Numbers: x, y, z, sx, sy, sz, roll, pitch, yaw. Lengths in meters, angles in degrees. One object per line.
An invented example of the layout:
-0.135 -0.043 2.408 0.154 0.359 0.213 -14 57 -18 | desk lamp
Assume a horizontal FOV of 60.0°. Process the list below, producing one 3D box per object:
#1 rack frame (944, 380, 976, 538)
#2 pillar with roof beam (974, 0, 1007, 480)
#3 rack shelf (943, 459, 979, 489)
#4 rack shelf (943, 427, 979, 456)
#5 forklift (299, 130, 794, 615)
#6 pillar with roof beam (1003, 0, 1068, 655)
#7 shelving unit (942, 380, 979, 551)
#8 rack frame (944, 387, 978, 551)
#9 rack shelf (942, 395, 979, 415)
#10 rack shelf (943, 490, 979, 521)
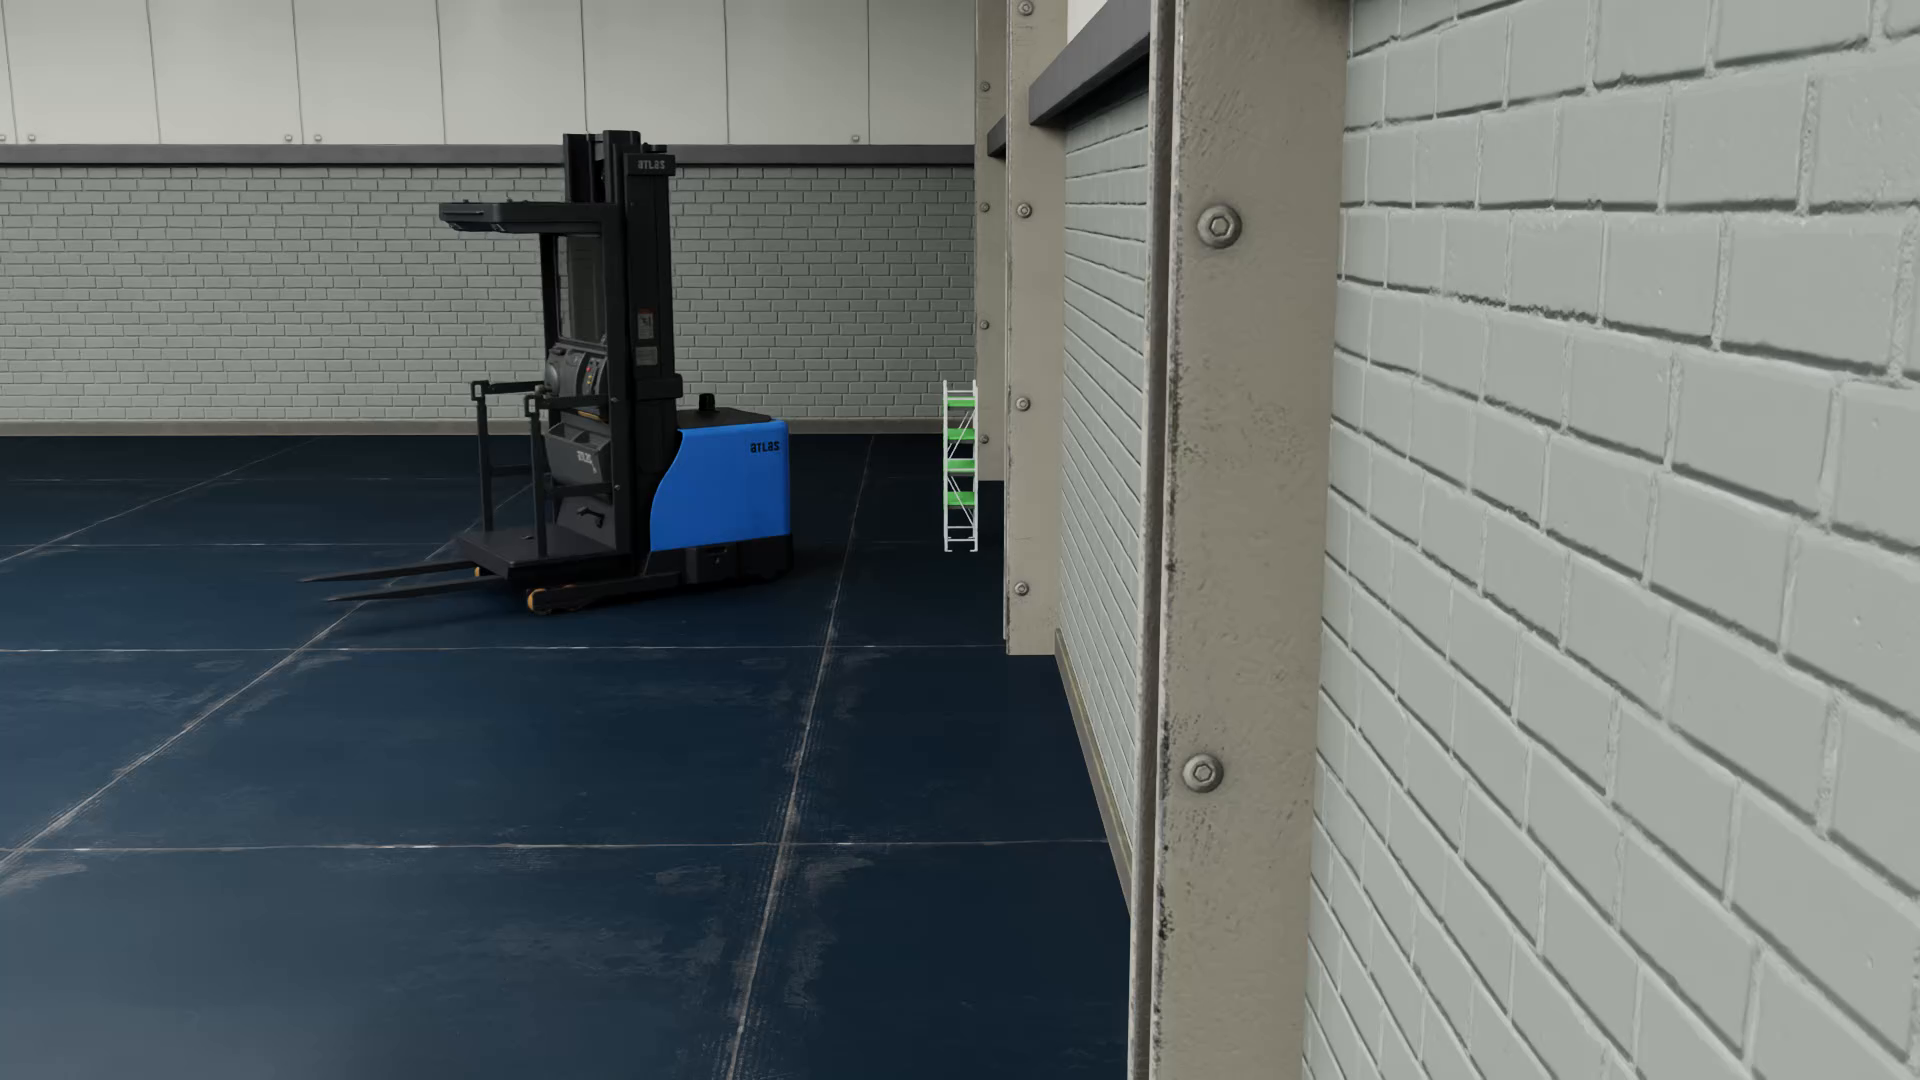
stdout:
-0.002 -0.604 12.517 0.240 1.200 0.015 0 11 -1 | rack frame
-4.015 -4.979 14.466 9.100 9.000 0.400 0 11 -1 | pillar with roof beam
0.003 -0.492 12.290 0.258 0.148 0.480 0 11 -1 | rack shelf
0.003 -0.728 12.243 0.258 0.148 0.480 0 11 -1 | rack shelf
-2.633 -1.091 10.563 3.031 2.935 1.130 -8 14 -34 | forklift
-3.891 -3.786 8.587 9.100 9.000 0.400 0 11 -1 | pillar with roof beam
0.003 -0.555 12.278 0.258 1.200 0.503 0 11 -1 | shelving unit
0.008 -0.507 12.039 0.240 1.200 0.015 0 11 -1 | rack frame
0.003 -0.963 12.195 0.258 0.148 0.480 0 11 -1 | rack shelf
0.003 -0.257 12.338 0.258 0.148 0.480 0 11 -1 | rack shelf
